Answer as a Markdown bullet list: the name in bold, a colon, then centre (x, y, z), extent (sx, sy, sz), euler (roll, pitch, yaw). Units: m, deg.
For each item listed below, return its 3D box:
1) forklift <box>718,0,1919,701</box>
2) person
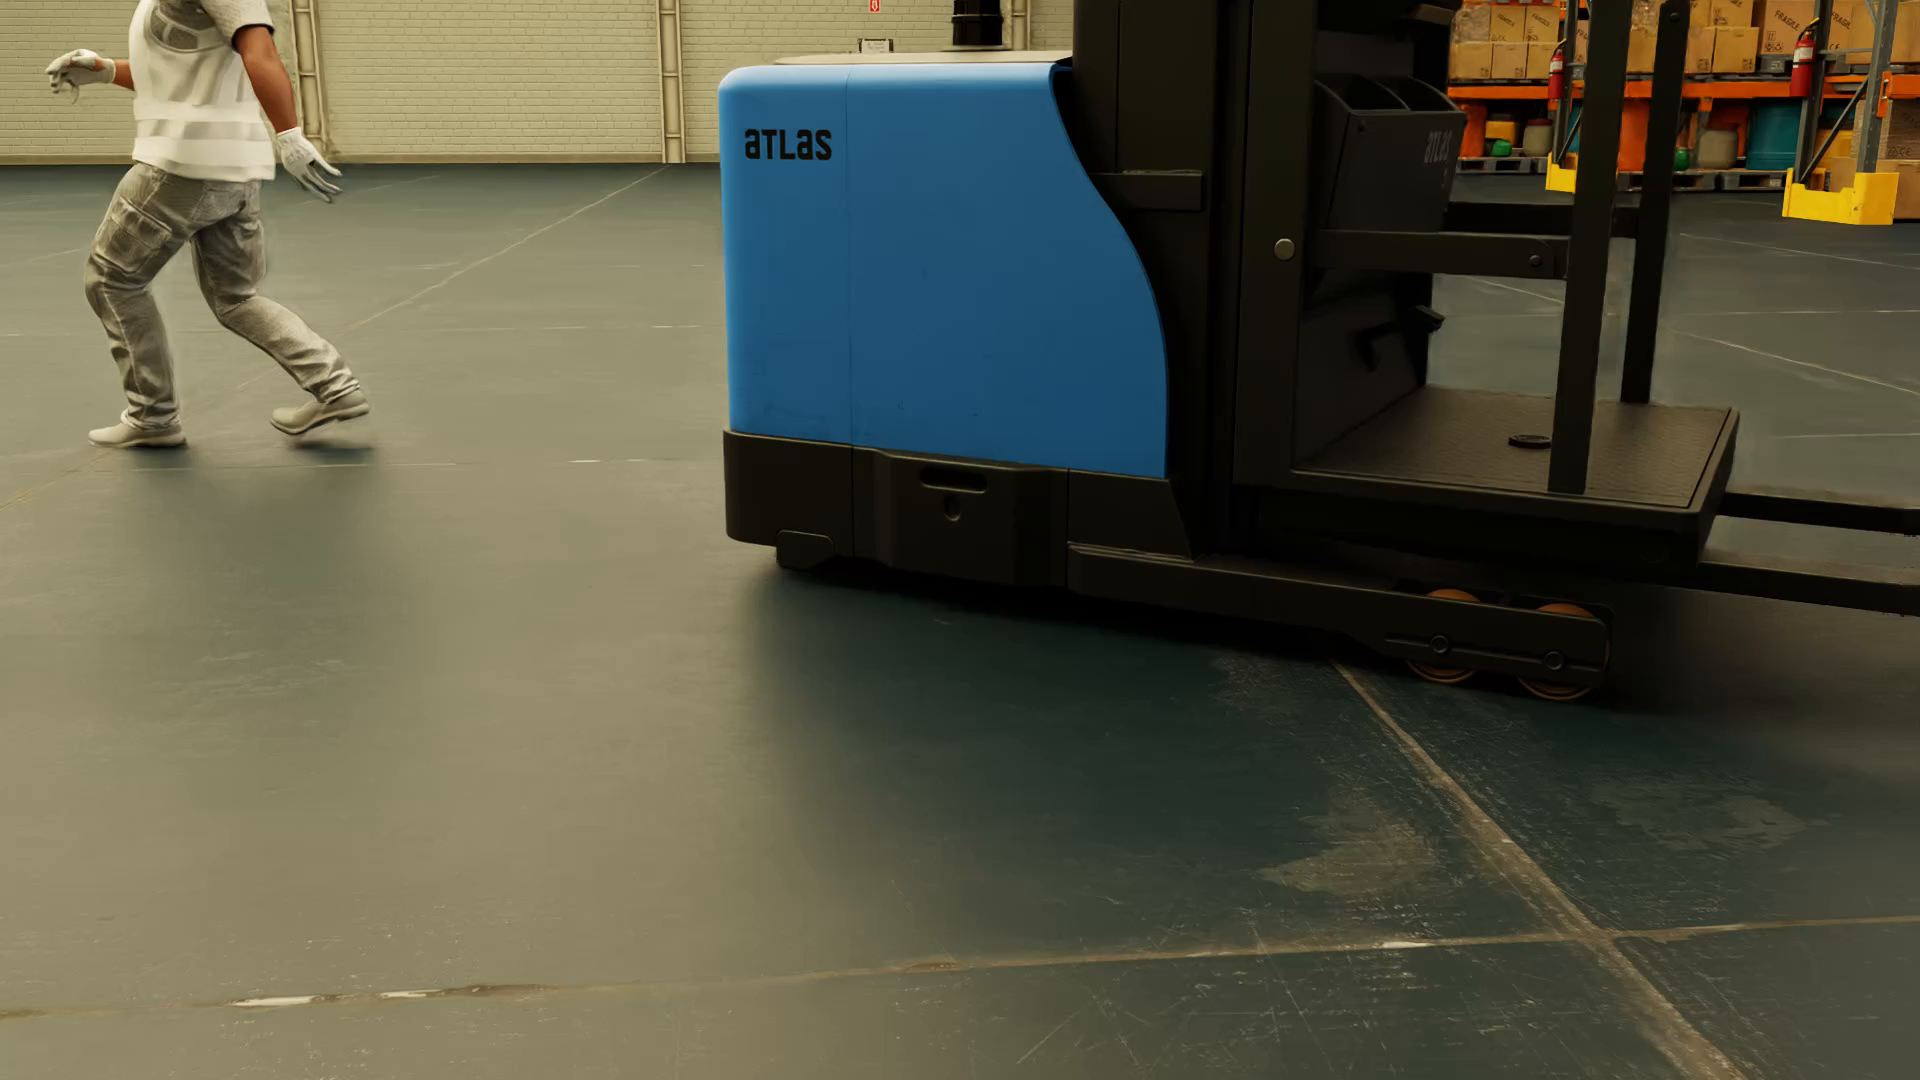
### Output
- **forklift**: centre (1.026, -1.293, 3.089), extent (3.031, 2.935, 1.130), euler (8, 17, 27)
- **person**: centre (-2.185, -1.090, 4.808), extent (0.941, 1.691, 0.584), euler (0, 15, 0)
